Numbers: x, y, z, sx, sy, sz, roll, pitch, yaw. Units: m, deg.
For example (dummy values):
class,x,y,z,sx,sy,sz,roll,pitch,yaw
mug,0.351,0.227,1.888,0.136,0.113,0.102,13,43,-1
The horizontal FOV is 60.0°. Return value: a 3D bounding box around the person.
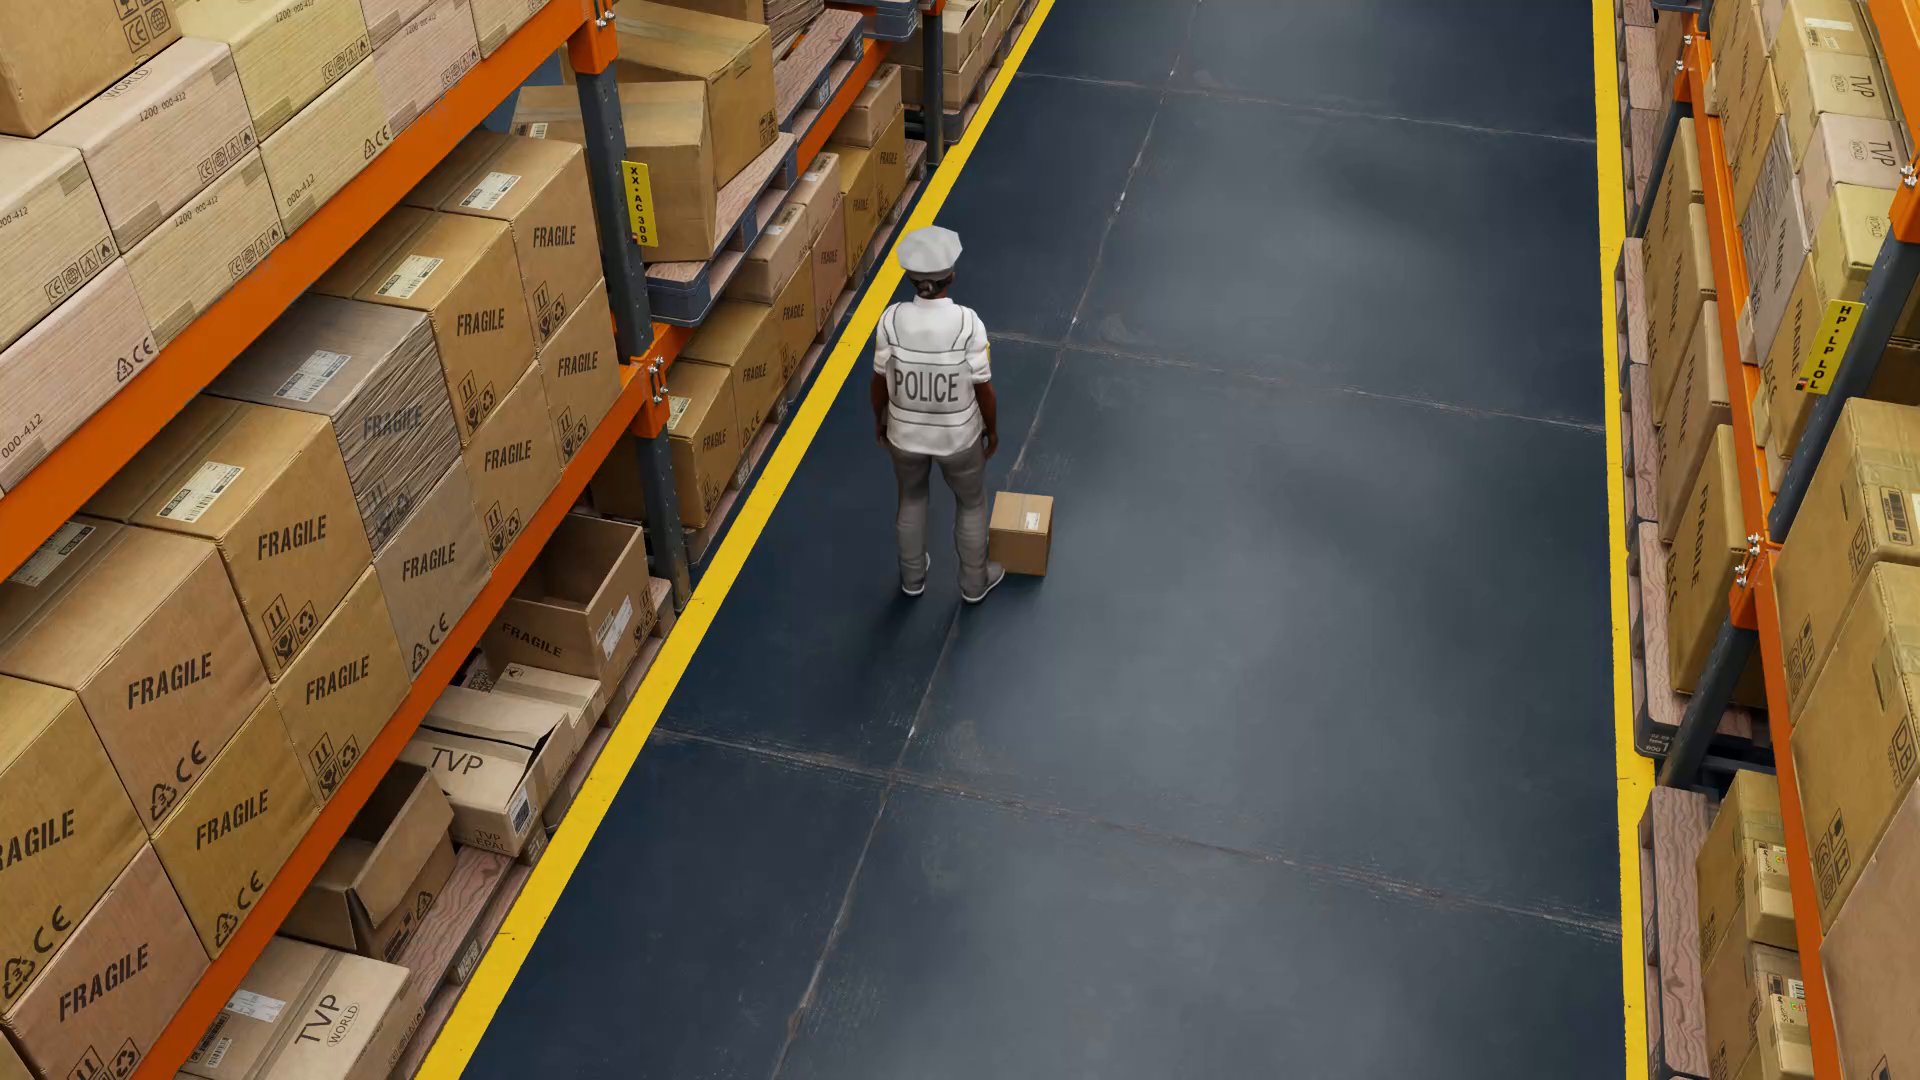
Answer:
class,x,y,z,sx,sy,sz,roll,pitch,yaw
person,-0.085,-0.442,6.659,0.533,1.664,0.391,7,42,8
